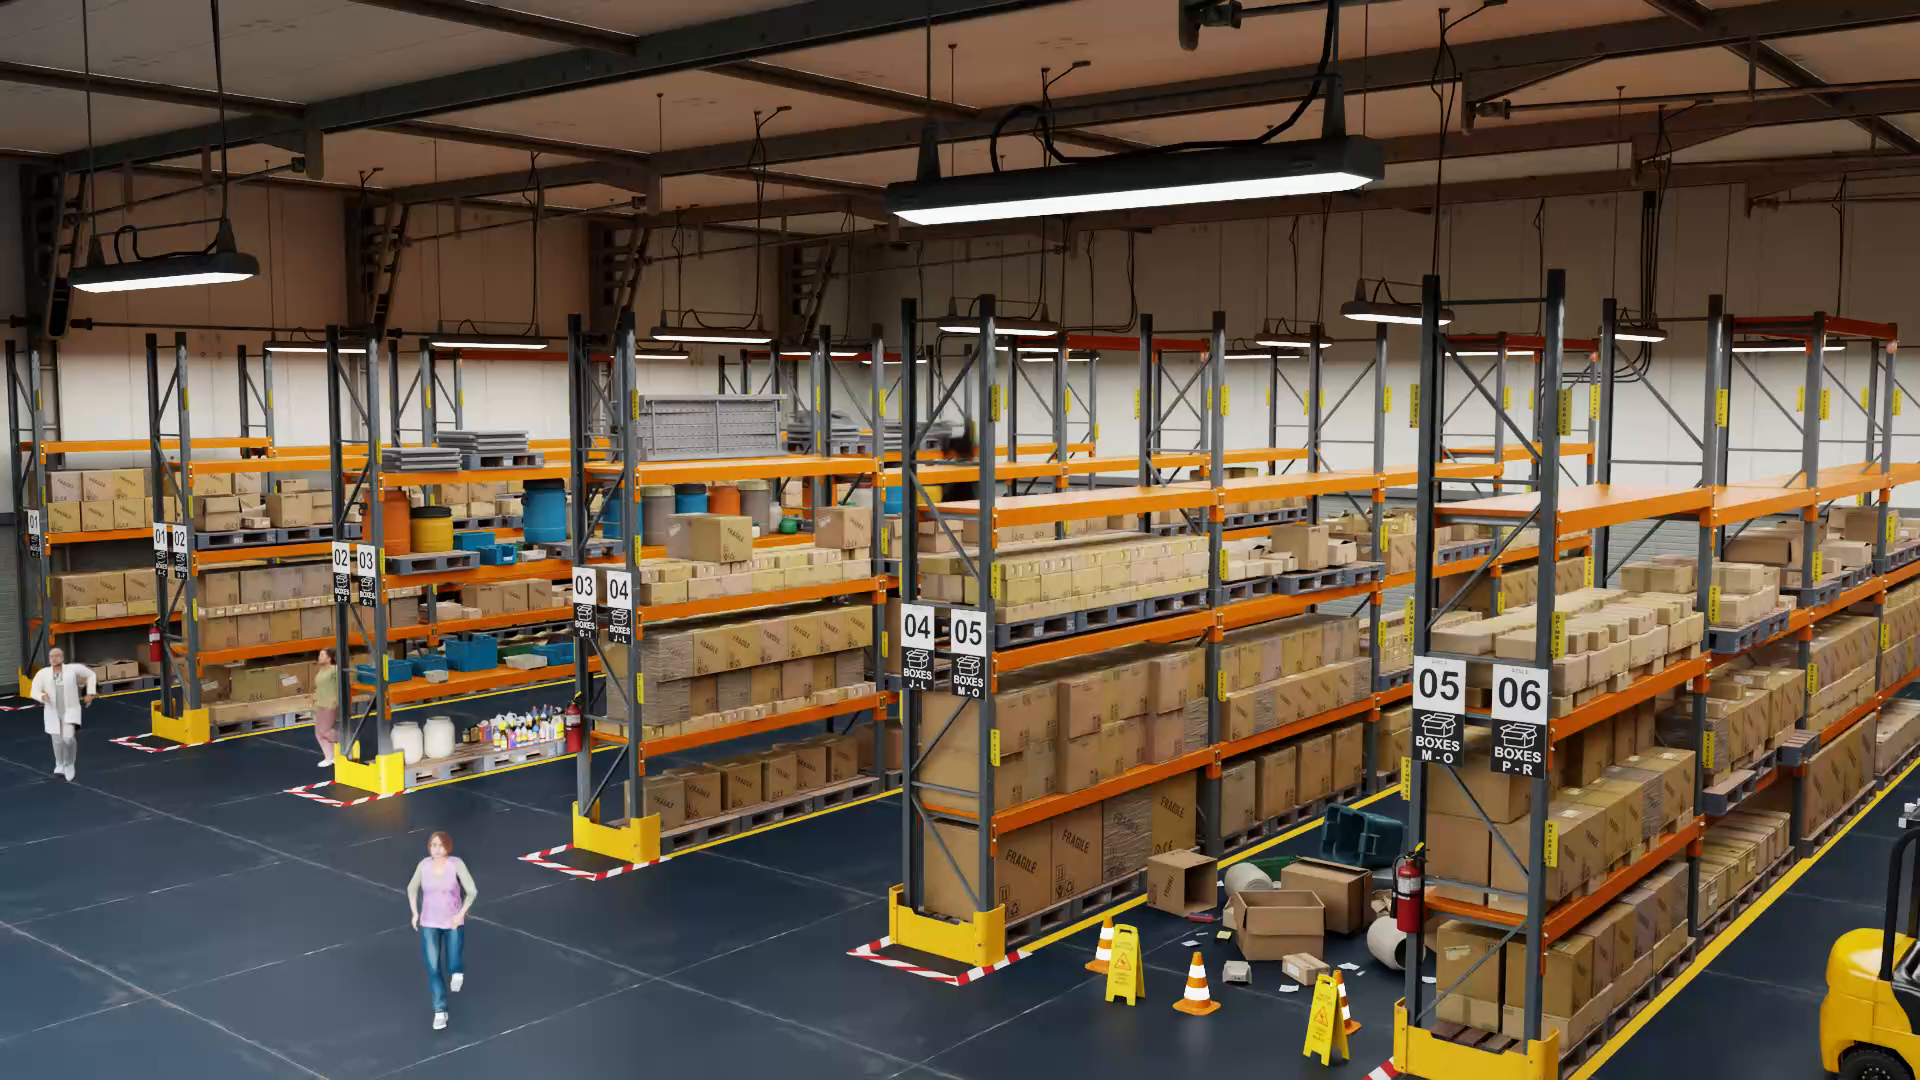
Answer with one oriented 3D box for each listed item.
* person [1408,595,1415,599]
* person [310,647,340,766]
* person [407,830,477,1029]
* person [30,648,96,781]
[{"bbox_3d":[7.527,1.818,27.546,0.699,1.825,0.722,4,7,38],"label":"person"},{"bbox_3d":[-8.699,2.294,22.977,0.580,1.636,0.547,3,6,30],"label":"person"},{"bbox_3d":[-4.267,3.198,13.713,0.569,1.476,0.738,-1,5,-8],"label":"person"},{"bbox_3d":[-11.872,2.298,22.033,0.732,1.766,0.928,-2,5,-17],"label":"person"}]
